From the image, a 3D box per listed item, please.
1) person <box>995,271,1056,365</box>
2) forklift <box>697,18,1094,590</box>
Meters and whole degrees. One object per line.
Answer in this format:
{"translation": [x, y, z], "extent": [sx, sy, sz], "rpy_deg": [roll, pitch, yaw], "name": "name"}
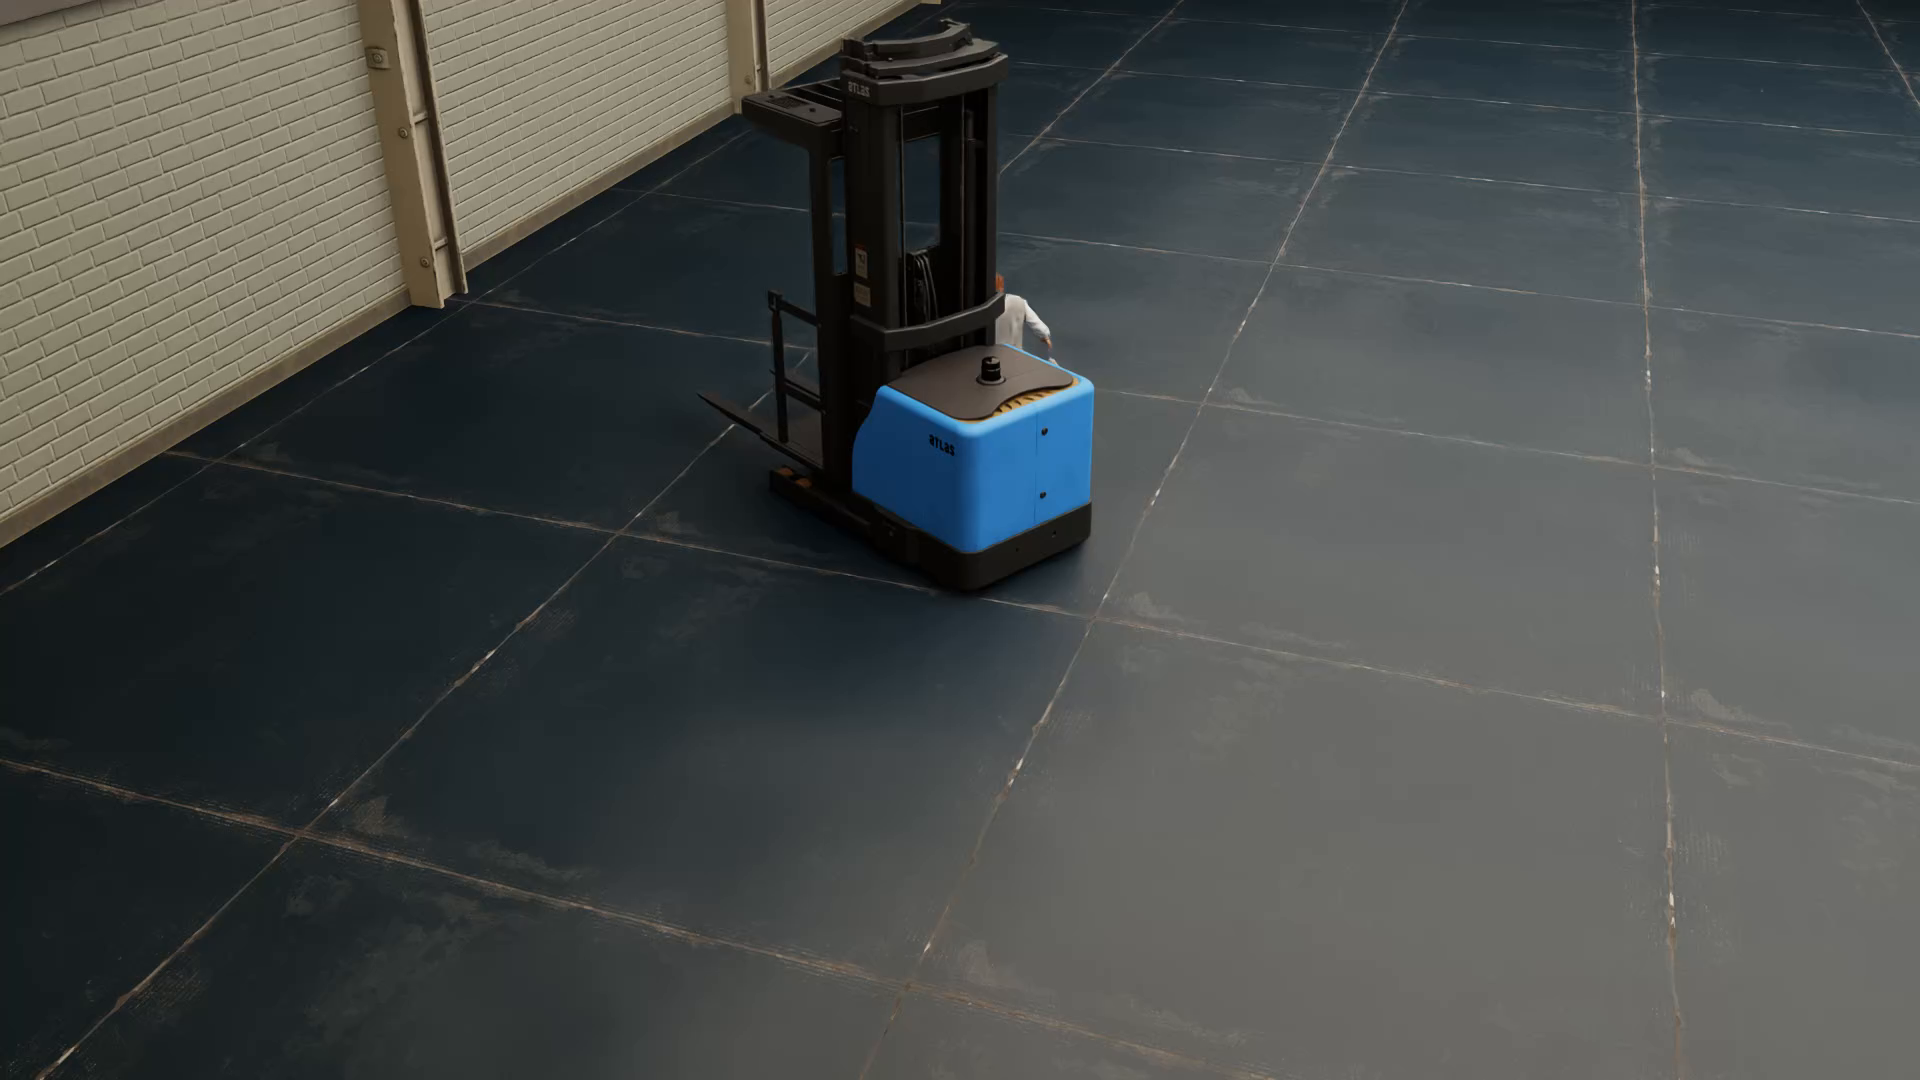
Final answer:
{"translation": [0.217, -1.280, 10.955], "extent": [0.928, 1.118, 1.030], "rpy_deg": [0, 30, 0], "name": "person"}
{"translation": [-0.561, -1.641, 10.015], "extent": [1.130, 2.935, 3.031], "rpy_deg": [-23, 37, -35], "name": "forklift"}
